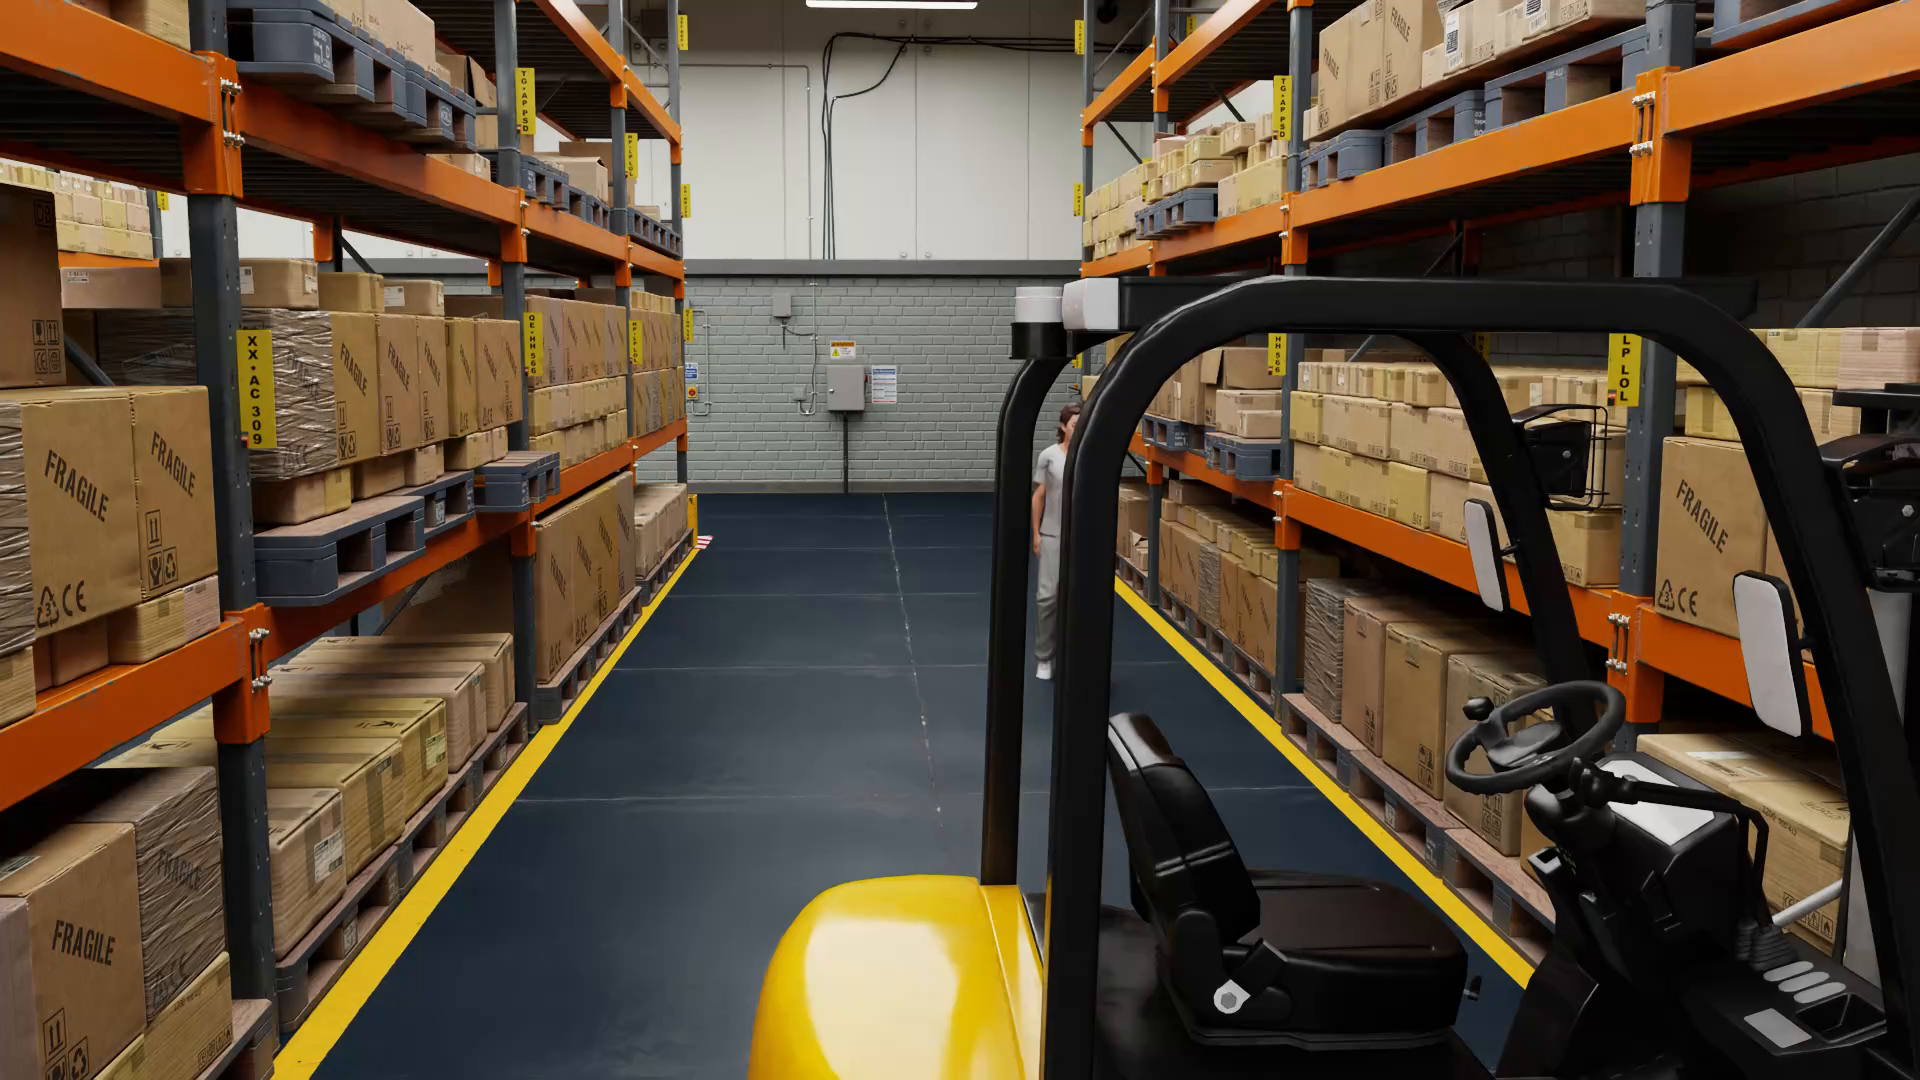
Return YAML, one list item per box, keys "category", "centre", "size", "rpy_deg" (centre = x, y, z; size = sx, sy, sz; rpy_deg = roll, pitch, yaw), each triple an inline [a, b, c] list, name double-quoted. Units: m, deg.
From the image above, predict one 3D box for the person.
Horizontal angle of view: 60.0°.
- category: "person"
  centre: [0.700, 0.013, 10.206]
  size: [0.509, 1.717, 0.423]
  rpy_deg: [0, 7, -3]
